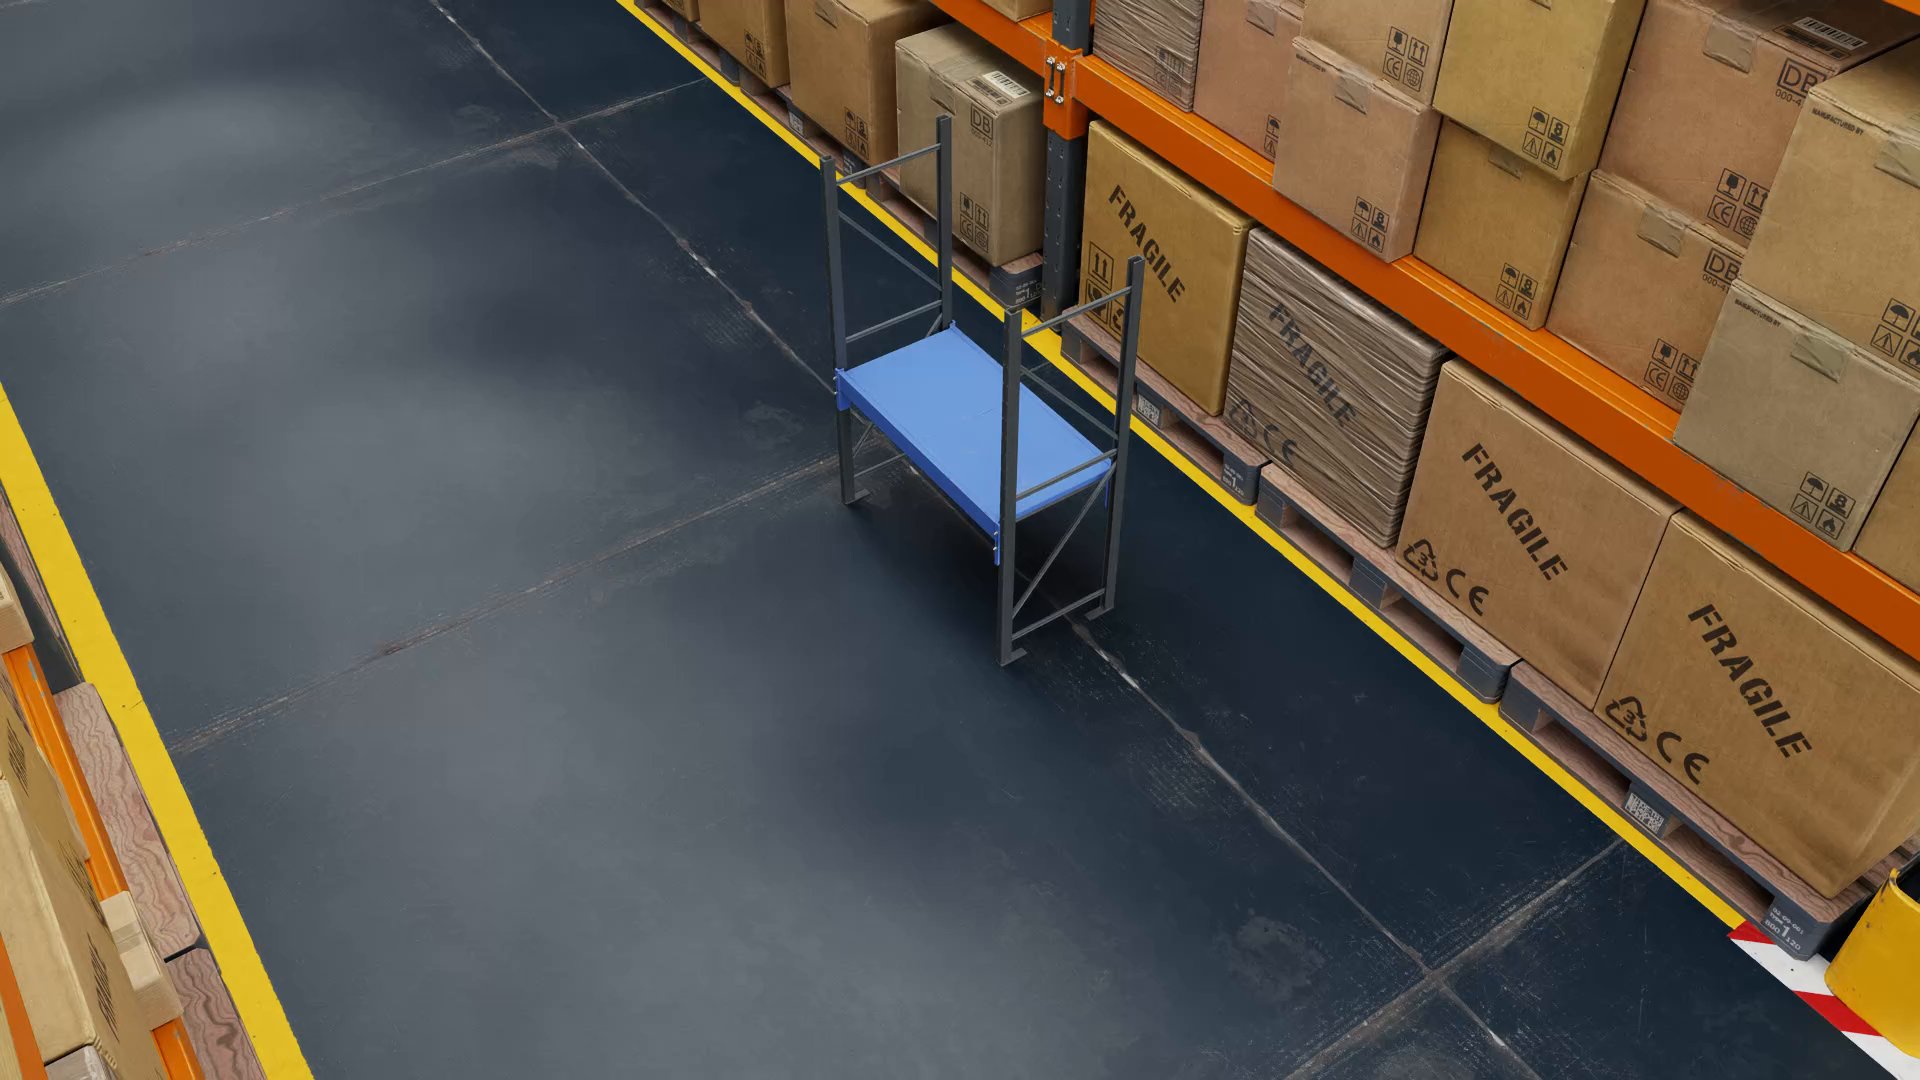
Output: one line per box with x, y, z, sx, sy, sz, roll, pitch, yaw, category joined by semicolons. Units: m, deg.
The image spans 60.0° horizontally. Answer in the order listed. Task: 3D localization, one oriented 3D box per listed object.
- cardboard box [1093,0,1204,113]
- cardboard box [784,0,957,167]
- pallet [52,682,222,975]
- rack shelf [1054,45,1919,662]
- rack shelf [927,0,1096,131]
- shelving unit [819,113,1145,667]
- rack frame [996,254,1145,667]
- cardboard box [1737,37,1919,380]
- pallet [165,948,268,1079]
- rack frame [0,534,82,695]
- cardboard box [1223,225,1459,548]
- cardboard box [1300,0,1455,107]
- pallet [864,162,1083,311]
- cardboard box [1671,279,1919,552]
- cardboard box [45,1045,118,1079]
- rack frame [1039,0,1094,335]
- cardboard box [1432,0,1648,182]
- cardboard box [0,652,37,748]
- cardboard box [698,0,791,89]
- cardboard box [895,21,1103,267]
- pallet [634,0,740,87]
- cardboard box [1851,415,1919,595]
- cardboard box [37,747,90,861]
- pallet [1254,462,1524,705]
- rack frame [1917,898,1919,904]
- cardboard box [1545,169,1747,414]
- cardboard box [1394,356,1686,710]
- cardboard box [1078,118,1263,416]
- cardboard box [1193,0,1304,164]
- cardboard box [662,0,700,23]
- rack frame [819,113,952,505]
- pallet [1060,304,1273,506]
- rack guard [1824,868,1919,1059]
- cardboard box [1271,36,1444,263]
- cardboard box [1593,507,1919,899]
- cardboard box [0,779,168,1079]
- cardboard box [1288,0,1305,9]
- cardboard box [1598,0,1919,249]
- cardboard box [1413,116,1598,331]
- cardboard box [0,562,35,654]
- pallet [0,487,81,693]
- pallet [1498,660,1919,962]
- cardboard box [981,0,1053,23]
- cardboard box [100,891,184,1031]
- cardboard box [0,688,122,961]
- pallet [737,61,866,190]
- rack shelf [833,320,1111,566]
1.013;-2.054;6.121;0.875;0.550;0.550;-26;49;-24;cardboard box
-0.186;-2.406;7.923;1.050;0.750;0.750;-26;49;-24;cardboard box
-2.921;1.073;4.973;1.003;0.211;1.213;-26;49;-24;pallet
1.936;-0.811;5.448;1.077;0.370;4.000;-26;49;-24;rack shelf
-0.352;-3.077;7.821;1.077;0.370;4.000;-26;49;-24;rack shelf
0.049;-0.494;5.682;0.538;1.500;1.048;-26;49;-24;shelving unit
0.340;-0.206;5.380;0.500;1.500;0.032;-26;49;-24;rack frame
2.510;-0.884;4.113;0.875;0.550;0.550;-26;49;-24;cardboard box
-2.219;1.765;4.249;1.003;0.211;1.213;-26;49;-24;pallet
-3.334;-0.302;4.394;1.000;3.000;0.127;-26;49;-24;rack frame
1.613;-0.695;6.040;0.875;0.875;0.875;-25;49;-24;cardboard box
1.581;-1.801;5.073;0.875;0.550;0.550;-26;49;-24;cardboard box
0.289;-1.603;7.776;1.003;0.211;1.213;-26;49;-24;pallet
2.498;-0.488;4.480;0.875;0.550;0.550;-26;49;-24;cardboard box
-1.137;1.039;1.978;0.500;0.500;0.500;-26;49;-24;cardboard box
0.792;-2.204;6.387;1.000;3.000;0.127;-26;49;-24;rack frame
1.891;-1.504;4.762;0.875;0.550;0.500;-26;49;-24;cardboard box
-1.995;0.190;2.867;0.500;0.500;0.500;-26;49;-24;cardboard box
-0.719;-2.933;8.476;1.050;0.750;0.750;-25;49;-24;cardboard box
0.363;-1.858;7.349;1.050;0.750;0.750;-26;49;-25;cardboard box
-1.107;-2.985;9.224;1.003;0.211;1.213;-26;49;-24;pallet
2.831;-0.185;4.163;0.875;0.550;0.550;-26;49;-24;cardboard box
-2.124;0.650;3.579;0.380;0.149;0.250;-26;49;-24;cardboard box
1.865;-0.042;6.141;1.003;0.211;1.213;-26;49;-24;pallet
3.080;0.061;4.013;1.000;3.000;0.127;-26;49;-24;rack frame
2.281;-0.855;4.865;0.875;0.550;0.550;-26;49;-24;cardboard box
2.133;-0.177;5.498;0.875;0.875;0.875;-26;50;-25;cardboard box
1.094;-1.204;6.573;0.875;0.875;0.875;-25;49;-24;cardboard box
1.346;-1.752;5.804;0.875;0.550;0.550;-26;49;-24;cardboard box
-1.222;-3.427;8.993;1.050;0.750;0.750;-26;50;-25;cardboard box
-0.242;-0.782;5.983;0.500;1.500;0.032;-26;49;-24;rack frame
1.163;-0.734;6.866;1.003;0.211;1.213;-26;49;-24;pallet
3.094;0.979;4.862;1.175;0.500;0.348;-26;49;-24;rack guard
1.558;-1.399;5.435;0.875;0.550;0.550;-26;49;-24;cardboard box
2.638;0.320;4.977;0.875;0.875;0.875;-25;49;-24;cardboard box
-1.417;0.753;2.277;0.500;0.500;0.500;-26;49;-24;cardboard box
1.385;-2.161;5.451;0.875;0.550;0.550;-26;49;-24;cardboard box
2.301;-1.255;4.502;0.875;0.550;0.550;-26;49;-24;cardboard box
1.944;-1.139;5.162;0.875;0.550;0.500;-26;49;-24;cardboard box
-2.506;0.203;4.047;0.380;0.149;0.250;-26;49;-24;cardboard box
-3.781;0.266;5.818;1.003;0.211;1.213;-26;49;-24;pallet
2.559;0.648;5.418;1.003;0.211;1.213;-26;49;-24;pallet
0.274;-2.430;6.551;0.500;0.500;0.500;-26;49;-25;cardboard box
-1.792;0.911;3.306;0.380;0.149;0.250;-26;49;-24;cardboard box
-1.704;0.470;2.573;0.500;0.500;0.500;-26;49;-24;cardboard box
-0.413;-2.294;8.500;1.003;0.211;1.213;-26;49;-24;pallet
0.049;-0.364;5.806;0.538;0.185;1.000;-26;49;-24;rack shelf
